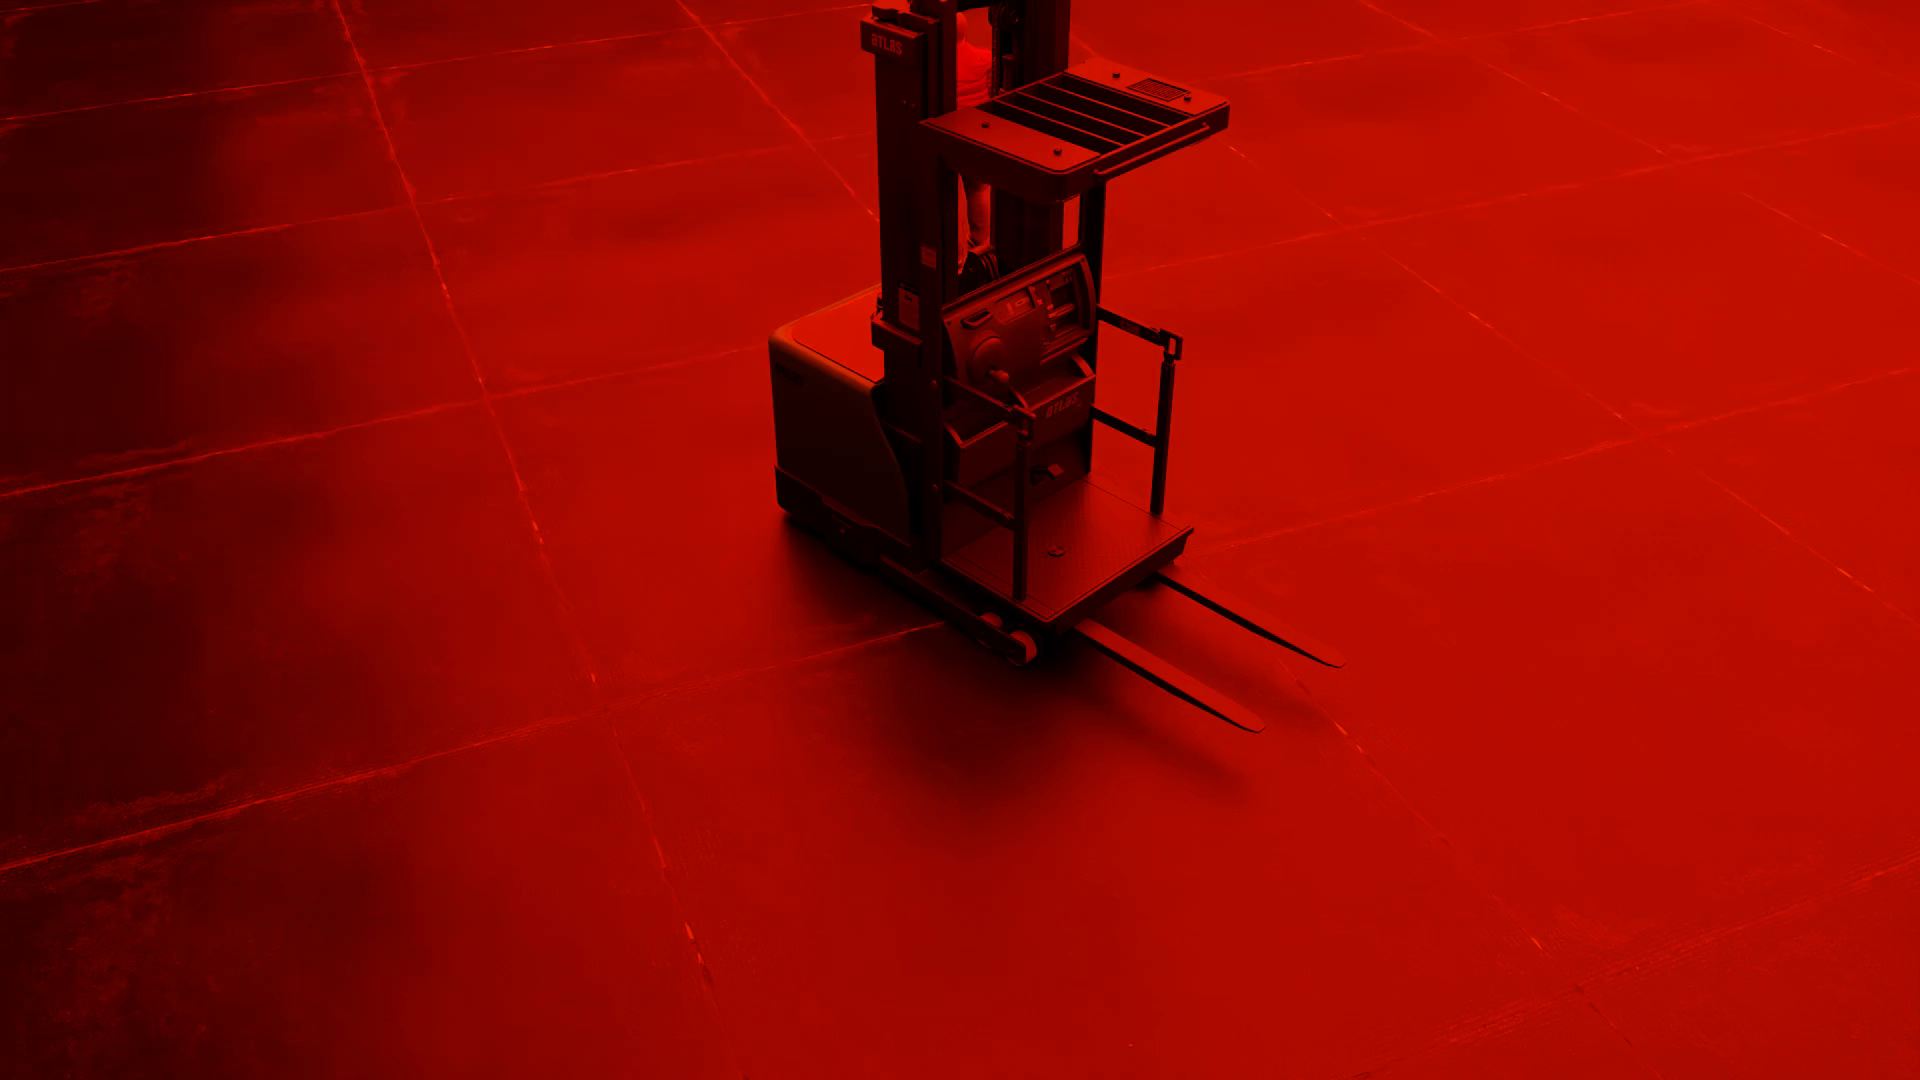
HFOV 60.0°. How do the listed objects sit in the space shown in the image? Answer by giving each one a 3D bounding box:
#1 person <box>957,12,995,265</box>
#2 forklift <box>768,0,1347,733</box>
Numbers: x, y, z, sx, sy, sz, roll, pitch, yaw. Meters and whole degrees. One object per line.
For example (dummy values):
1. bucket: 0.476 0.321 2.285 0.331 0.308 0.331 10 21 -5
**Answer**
1. person: -0.052 -2.630 10.823 0.640 1.727 0.551 -14 38 -18
2. forklift: 0.432 -0.946 7.429 3.031 2.935 1.130 30 45 35
